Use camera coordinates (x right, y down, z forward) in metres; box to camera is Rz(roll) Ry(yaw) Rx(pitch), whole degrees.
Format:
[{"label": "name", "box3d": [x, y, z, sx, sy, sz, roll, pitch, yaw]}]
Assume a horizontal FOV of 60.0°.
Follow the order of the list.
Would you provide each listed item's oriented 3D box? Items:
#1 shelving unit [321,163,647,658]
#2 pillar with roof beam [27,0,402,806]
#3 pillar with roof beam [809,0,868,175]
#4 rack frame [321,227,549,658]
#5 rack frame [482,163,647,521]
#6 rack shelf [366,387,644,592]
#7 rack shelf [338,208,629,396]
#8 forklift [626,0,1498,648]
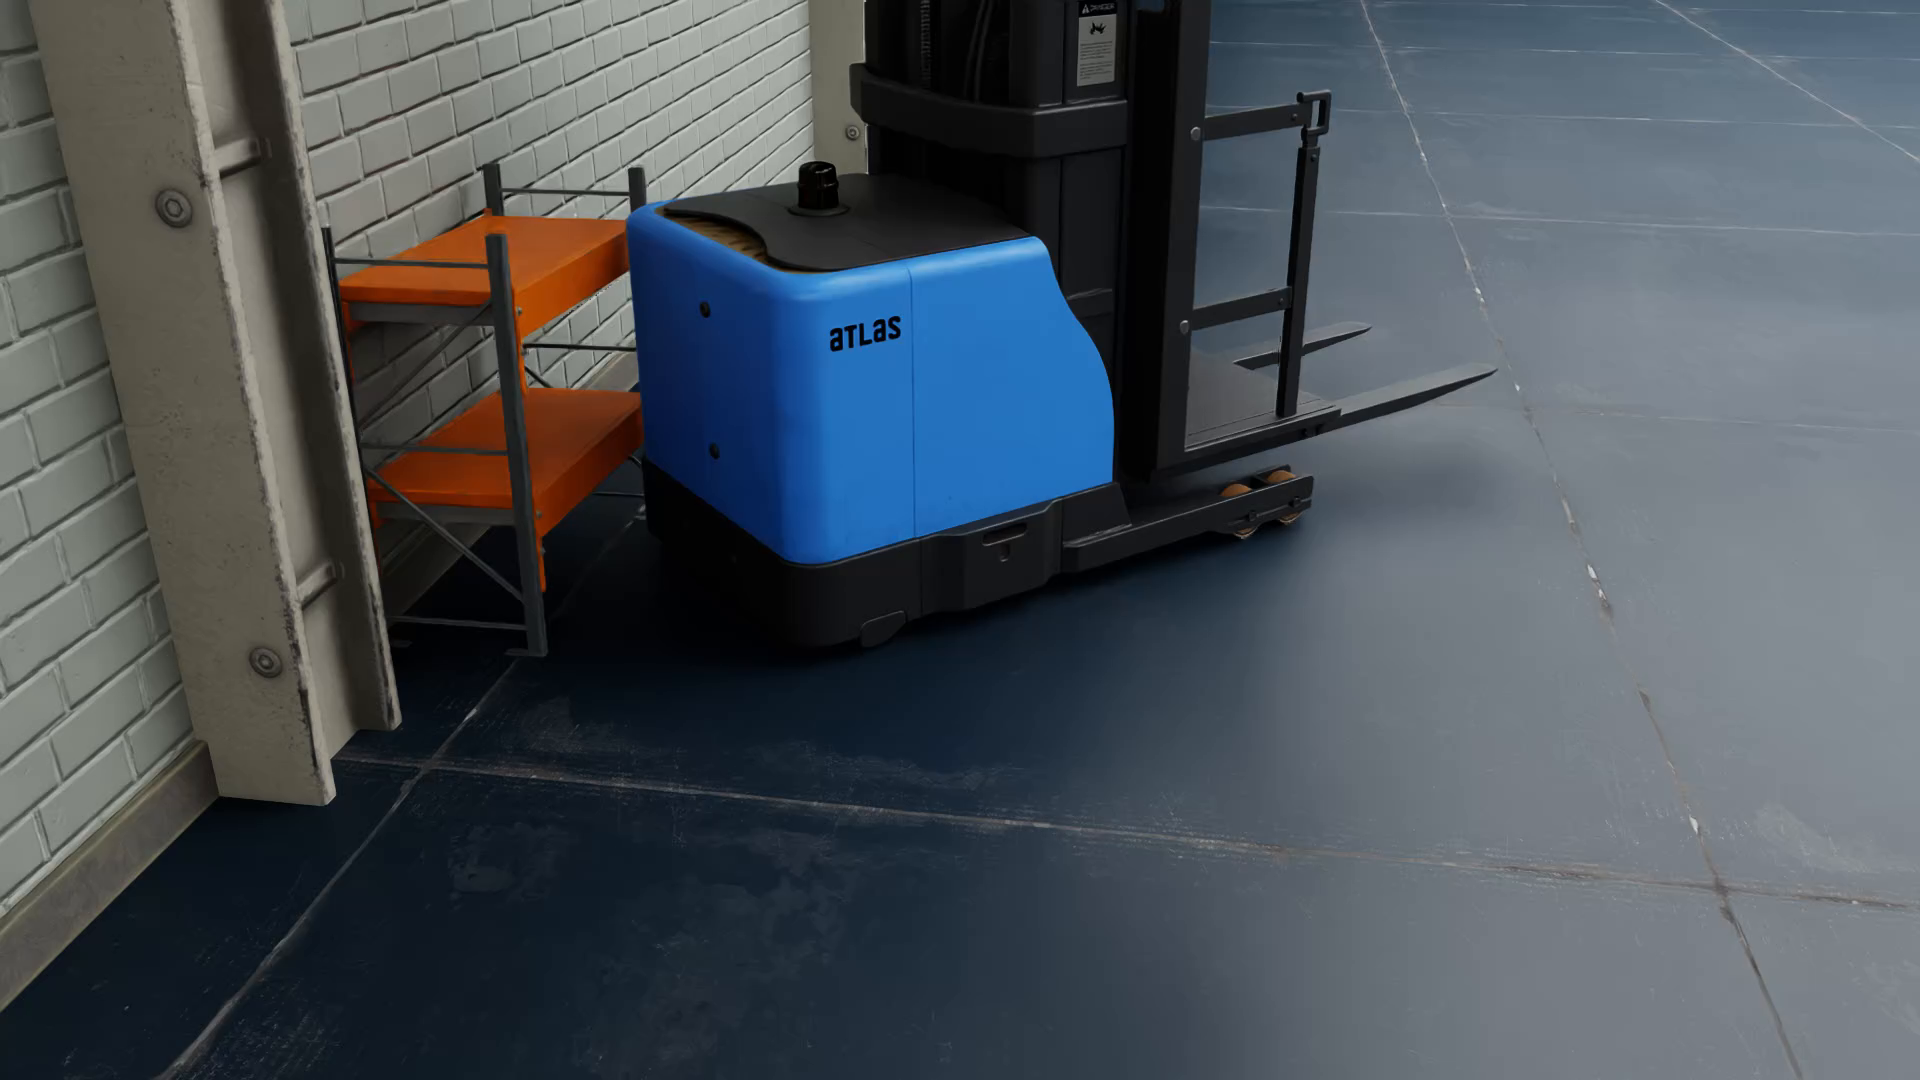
[{"label": "shelving unit", "box3d": [-1.271, -0.415, 4.732, 0.538, 1.125, 1.048, 3, 22, 8]}, {"label": "pillar with roof beam", "box3d": [2.635, -3.245, 1.567, 9.100, 9.000, 0.400, 4, 25, 9]}, {"label": "pillar with roof beam", "box3d": [3.616, -5.754, 6.928, 9.100, 9.000, 0.400, 4, 25, 9]}, {"label": "rack frame", "box3d": [-1.350, -0.230, 4.266, 0.500, 1.125, 0.032, 3, 22, 8]}, {"label": "rack frame", "box3d": [-1.192, -0.601, 5.199, 0.500, 1.125, 0.032, 3, 22, 8]}, {"label": "rack shelf", "box3d": [-1.271, -0.188, 4.823, 0.538, 0.278, 1.000, 3, 22, 8]}, {"label": "rack shelf", "box3d": [-1.271, -0.687, 4.624, 0.538, 0.278, 1.000, 3, 22, 8]}, {"label": "forklift", "box3d": [0.529, -1.503, 5.005, 3.031, 2.935, 1.130, -16, 30, -31]}]
